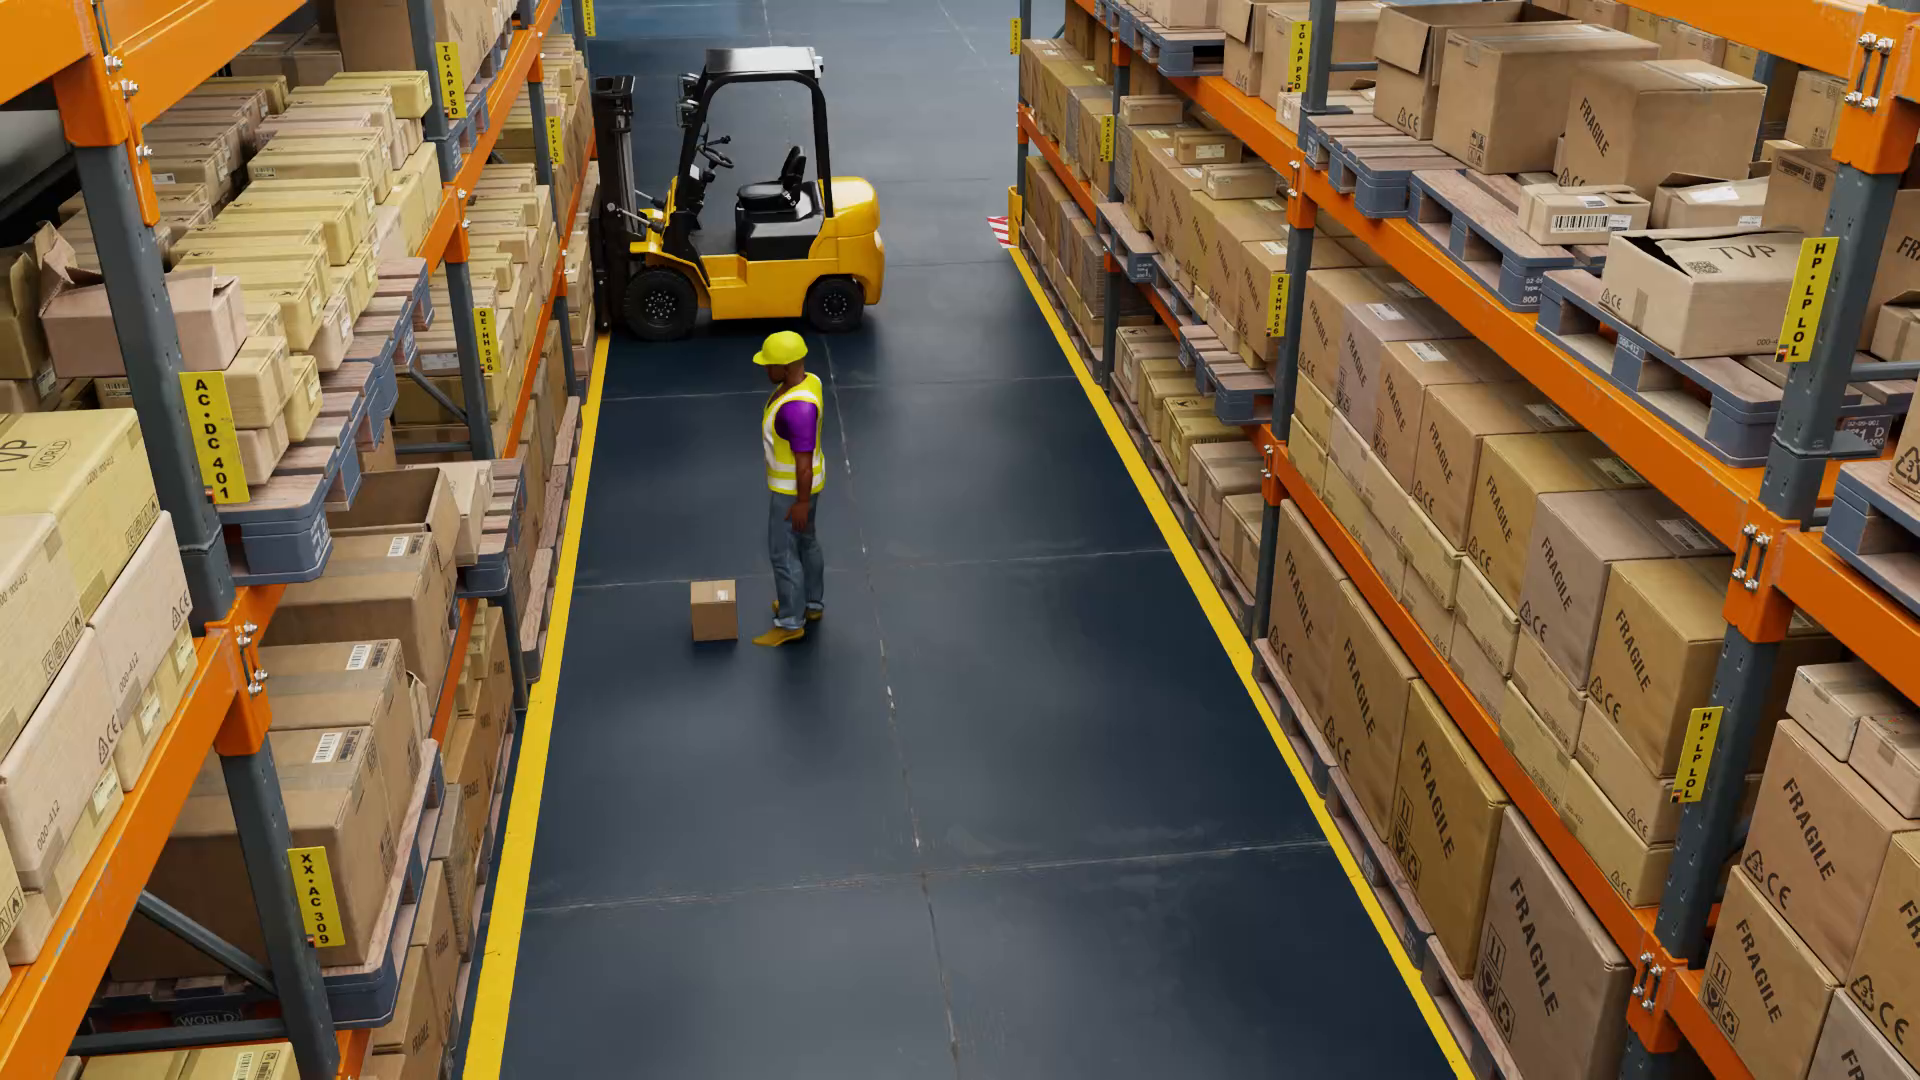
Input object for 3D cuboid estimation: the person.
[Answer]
[{"bbox_3d":[-0.958,-0.308,9.202,0.444,1.806,0.631,0,27,0],"label":"person"}]
